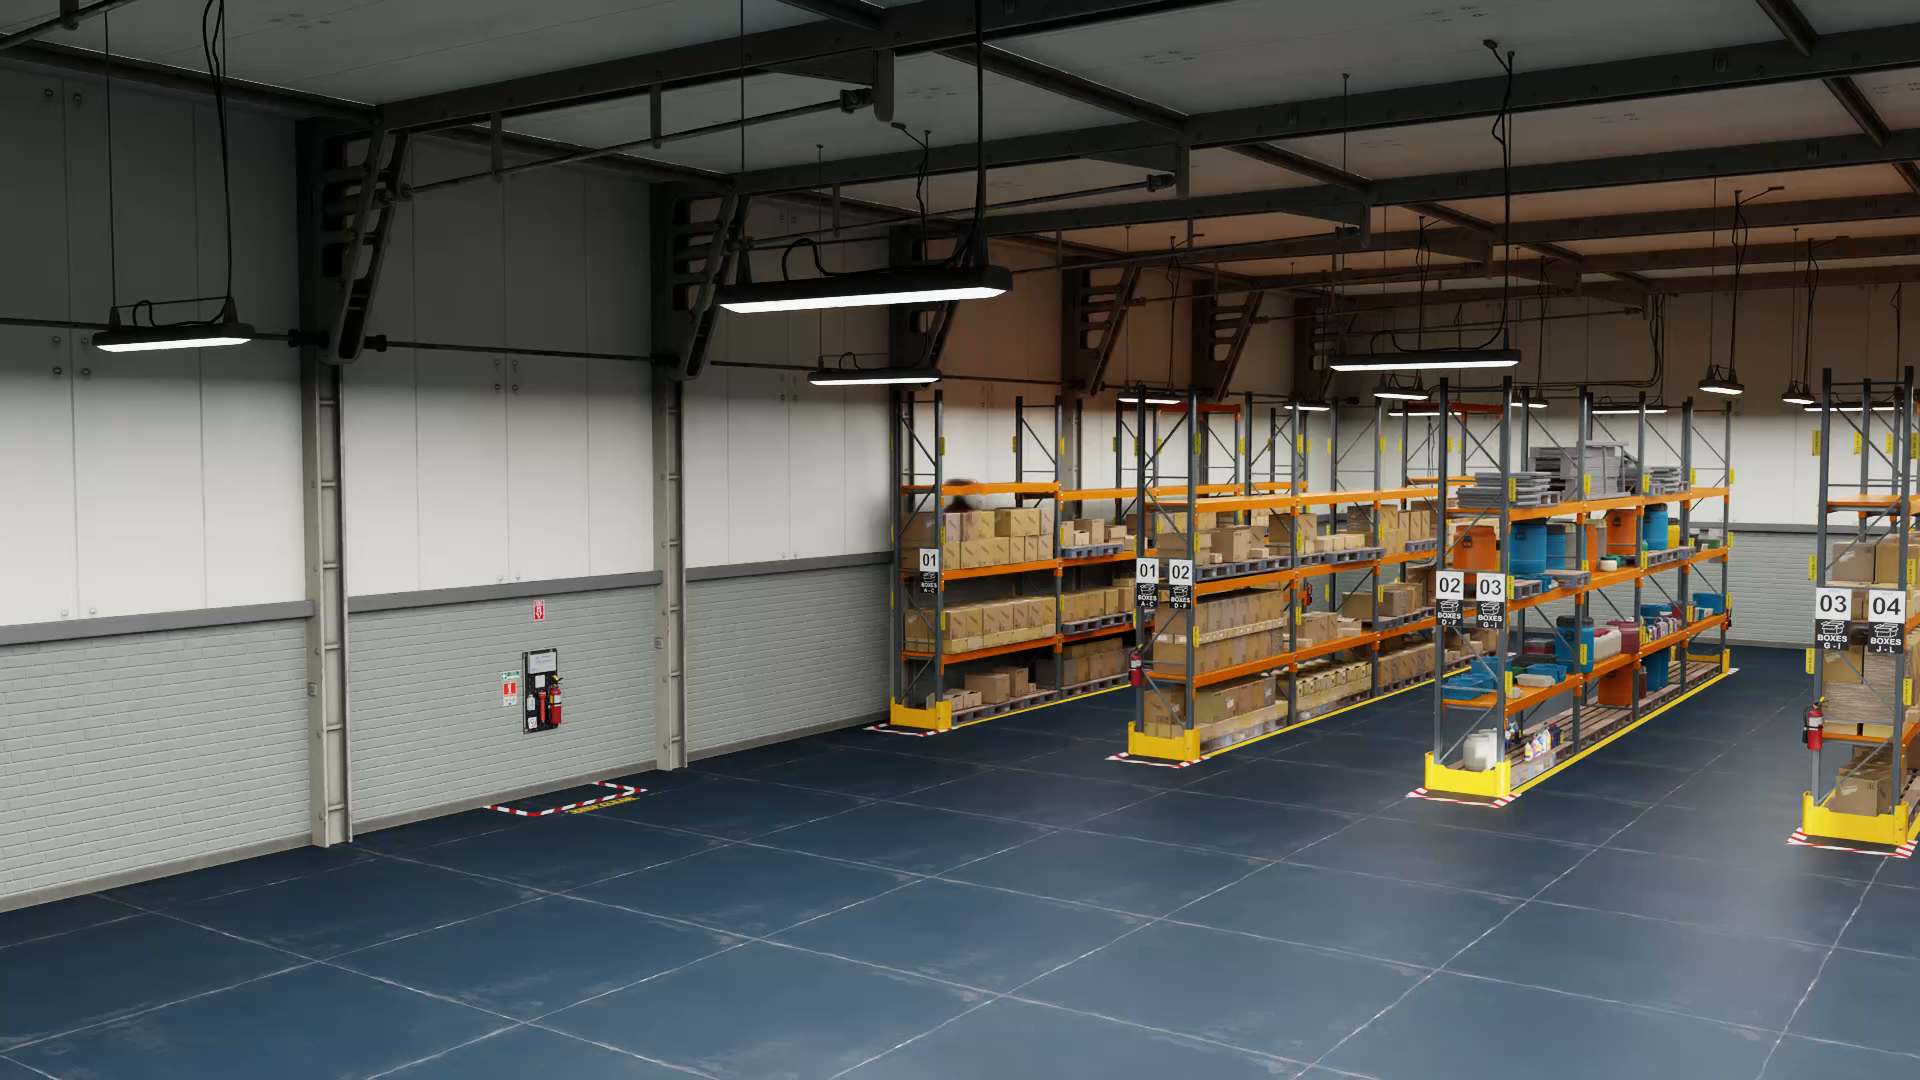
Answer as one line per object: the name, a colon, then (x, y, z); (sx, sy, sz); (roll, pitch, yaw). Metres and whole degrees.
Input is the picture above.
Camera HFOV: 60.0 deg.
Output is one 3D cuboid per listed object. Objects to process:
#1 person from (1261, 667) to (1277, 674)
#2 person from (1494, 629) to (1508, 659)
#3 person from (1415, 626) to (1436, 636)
person: (6.316, 2.172, 34.446); (0.438, 1.794, 0.620); (3, 4, 39)
person: (11.862, 2.101, 36.512); (0.367, 1.674, 0.518); (2, 4, 32)
person: (12.219, 1.693, 43.212); (0.578, 1.749, 0.813); (-1, 3, -20)
